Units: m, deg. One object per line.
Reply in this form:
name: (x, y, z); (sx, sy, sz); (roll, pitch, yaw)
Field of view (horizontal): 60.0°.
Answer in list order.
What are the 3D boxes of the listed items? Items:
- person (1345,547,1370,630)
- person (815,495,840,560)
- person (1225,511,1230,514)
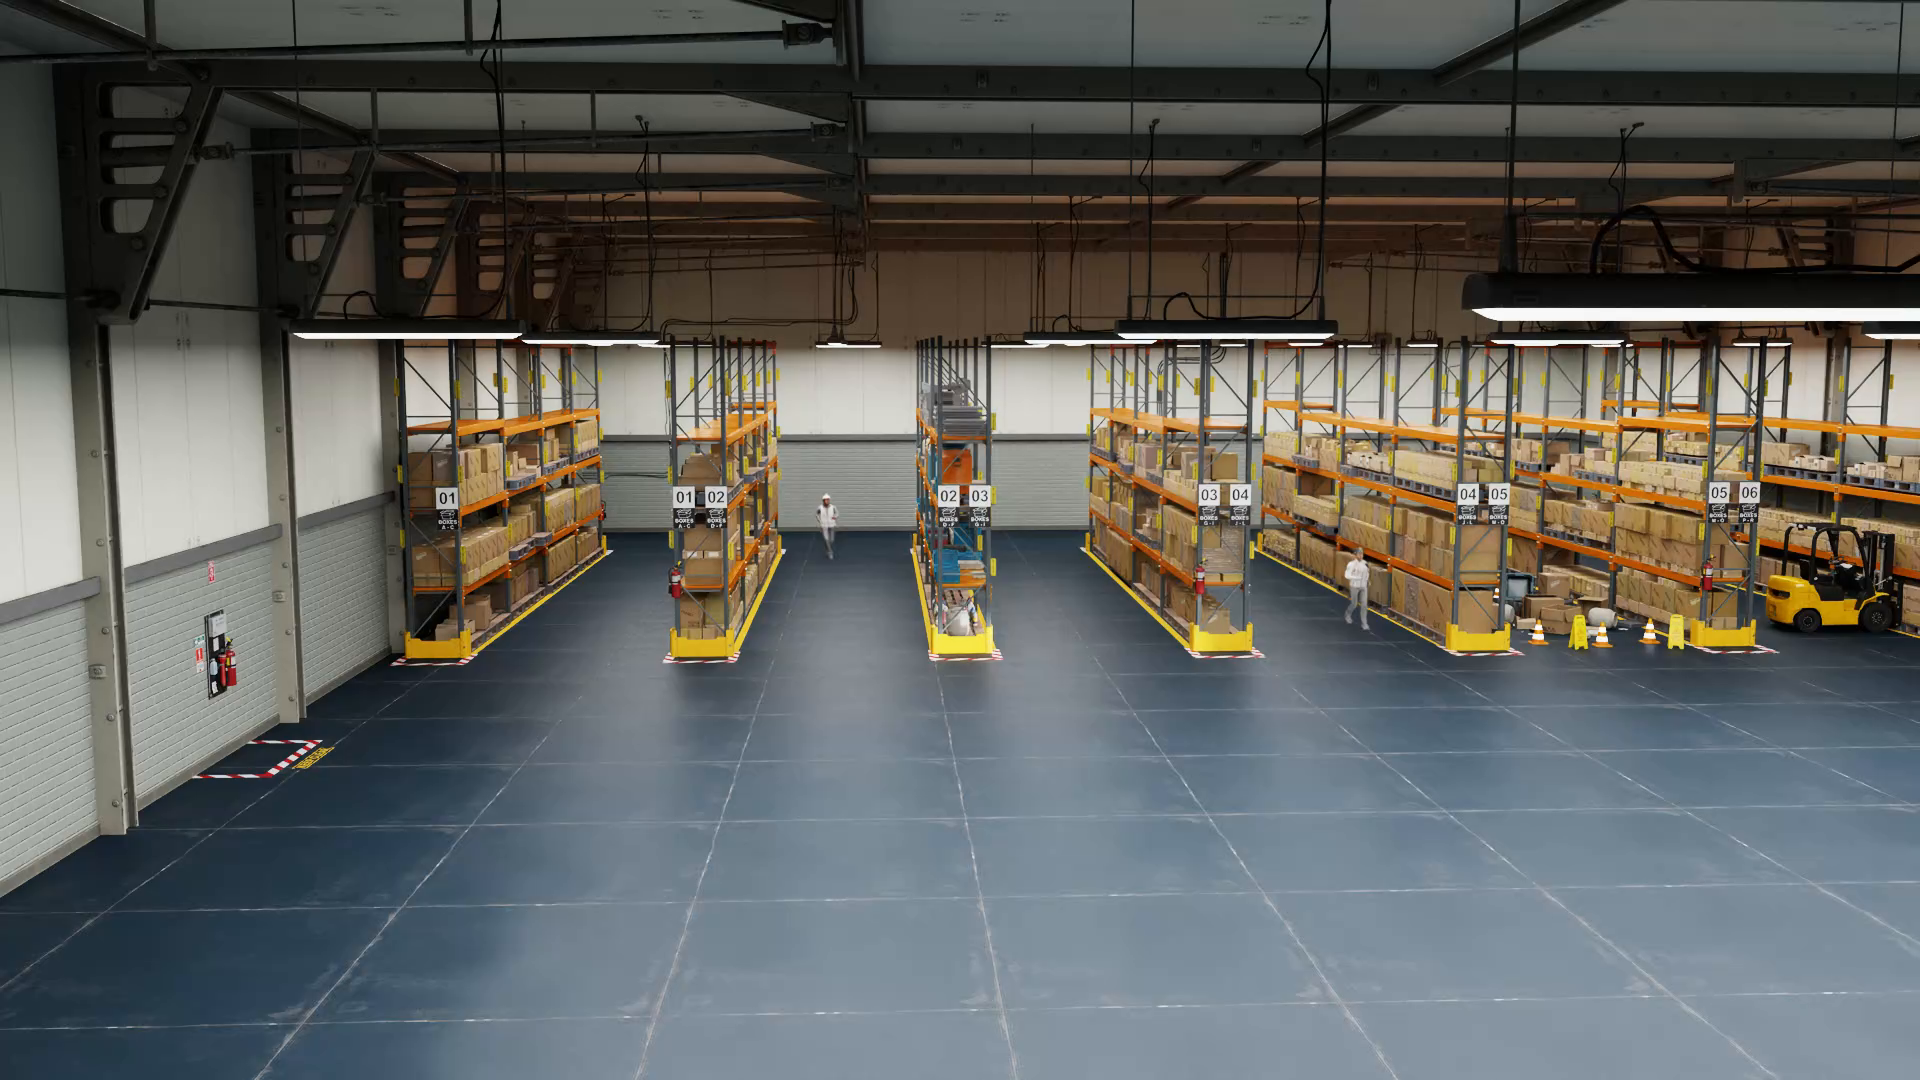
person: (8.208, 0.969, 34.201); (0.617, 1.667, 0.957); (-1, 7, -11)
person: (-3.647, -0.375, 45.827); (0.659, 1.765, 0.944); (-1, 7, -12)
person: (7.918, -0.585, 48.727); (0.479, 1.559, 0.757); (-5, 8, -39)
